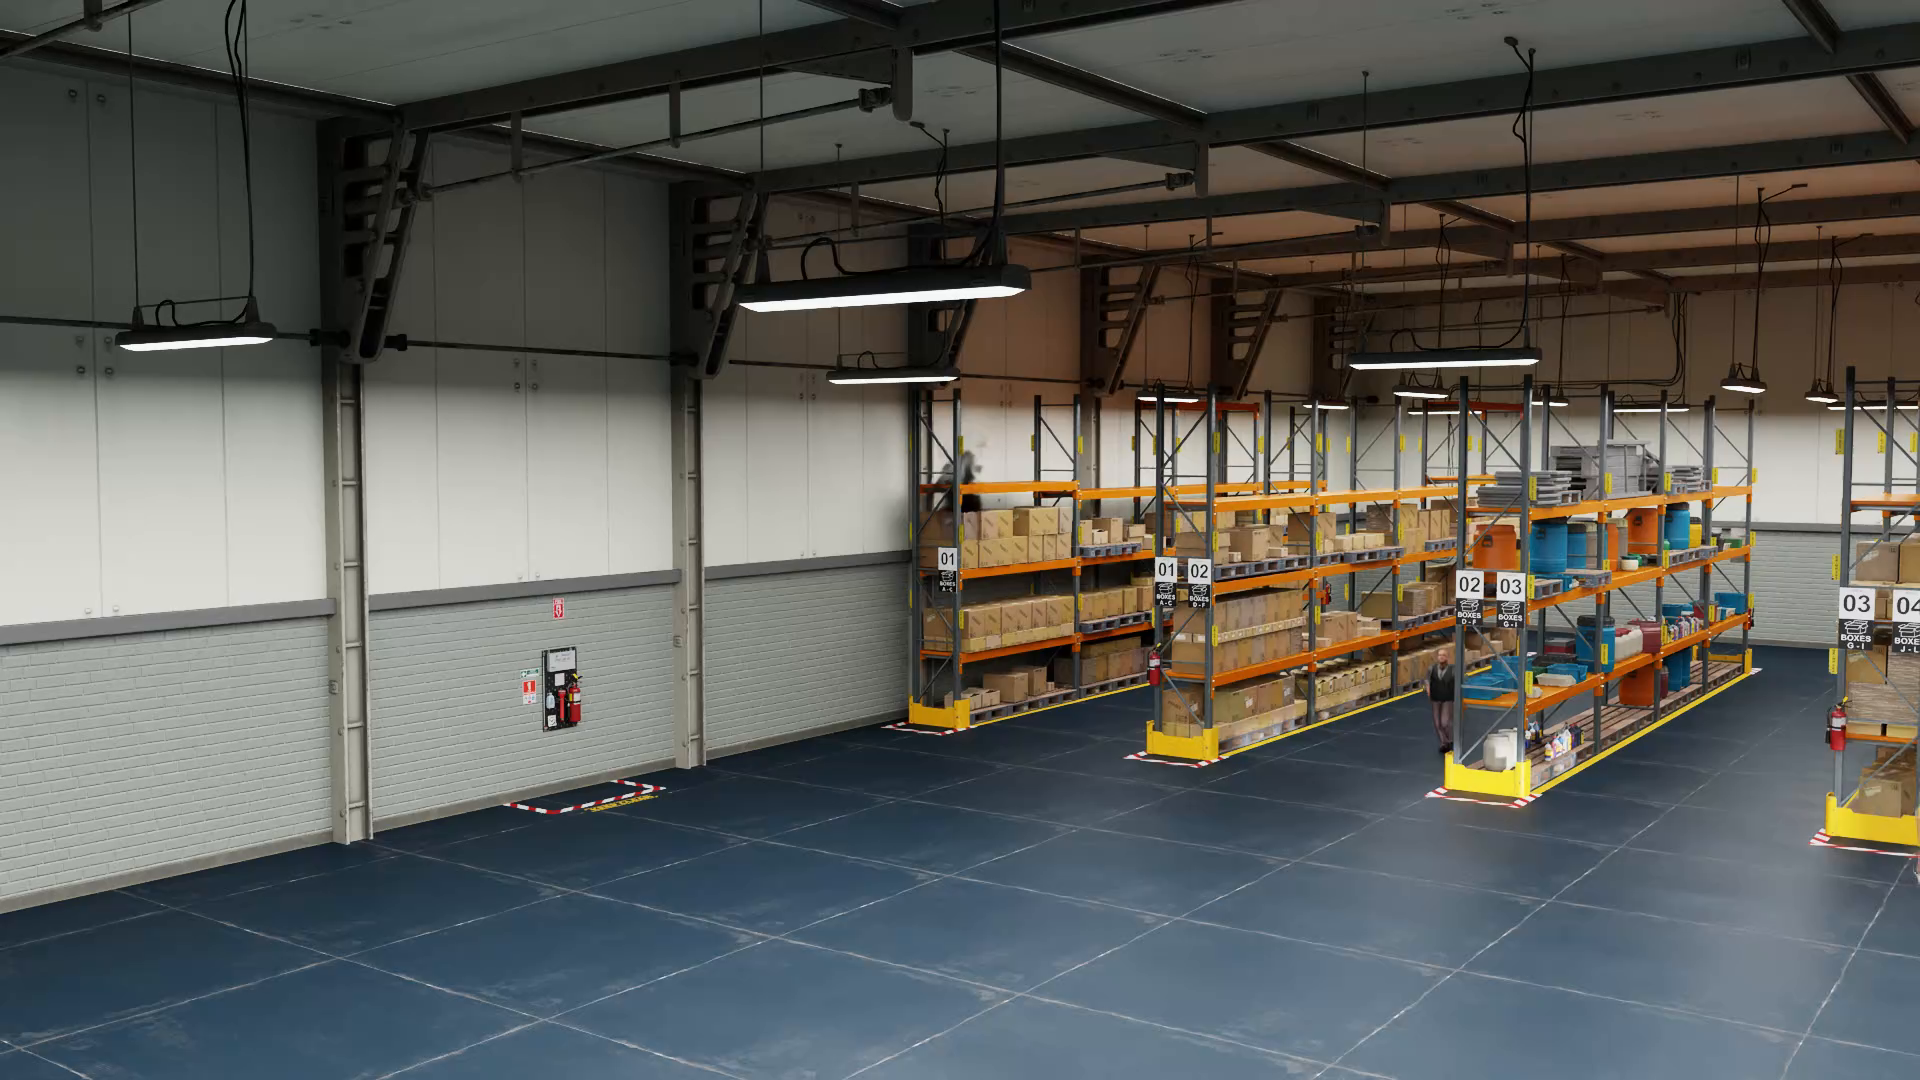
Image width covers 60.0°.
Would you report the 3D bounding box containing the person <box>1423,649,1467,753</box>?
[{"bbox_3d":[7.790,2.617,26.882,0.657,1.697,0.638,2,4,36],"label":"person"}]
